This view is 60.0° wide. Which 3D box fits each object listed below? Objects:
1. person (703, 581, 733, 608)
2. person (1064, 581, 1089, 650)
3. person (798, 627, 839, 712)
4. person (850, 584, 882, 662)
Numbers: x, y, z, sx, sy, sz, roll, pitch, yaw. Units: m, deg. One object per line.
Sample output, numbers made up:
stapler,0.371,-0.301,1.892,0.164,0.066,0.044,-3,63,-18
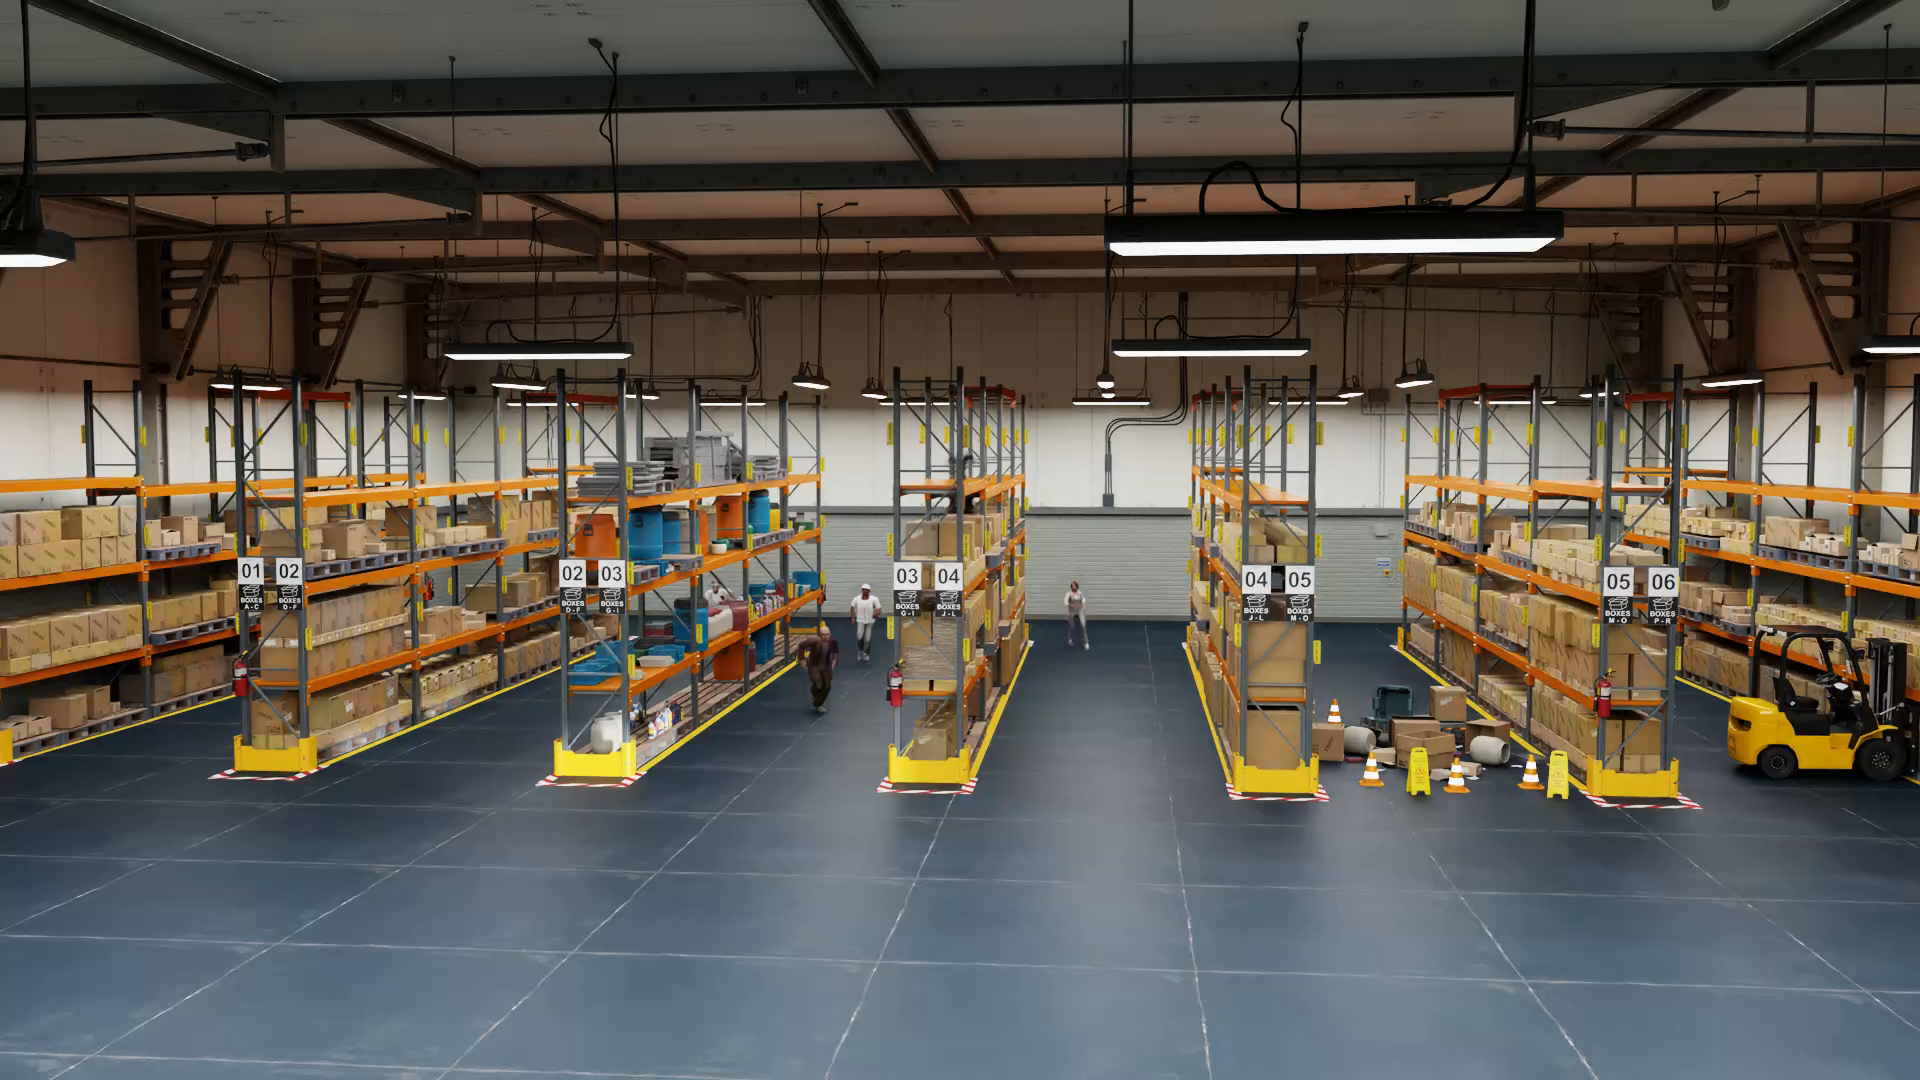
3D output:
person,-5.654,1.769,38.954,0.697,1.723,1.025,0,4,-1
person,2.718,1.765,39.272,0.548,1.603,0.862,-1,4,-9
person,-2.566,2.340,30.097,0.742,1.599,0.878,-1,4,-22
person,-2.095,1.837,36.905,0.703,1.744,0.643,0,4,0
